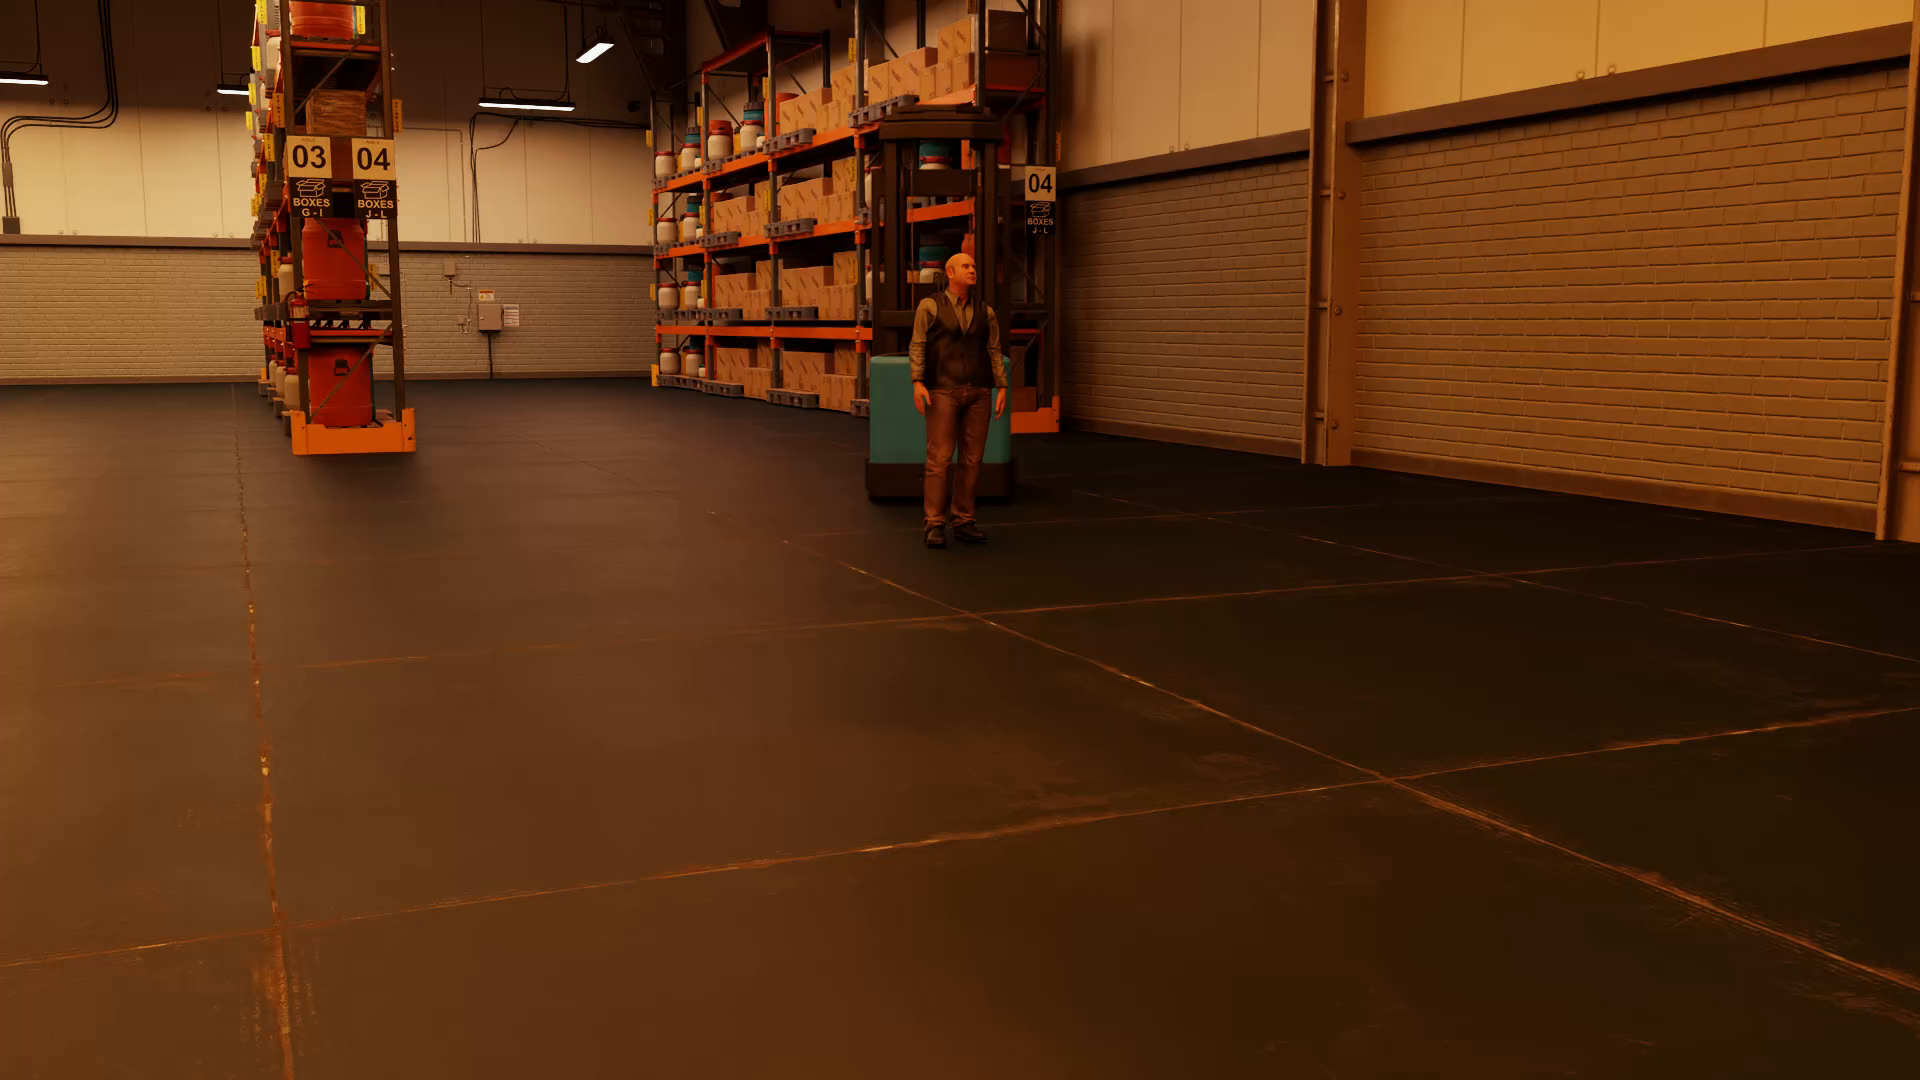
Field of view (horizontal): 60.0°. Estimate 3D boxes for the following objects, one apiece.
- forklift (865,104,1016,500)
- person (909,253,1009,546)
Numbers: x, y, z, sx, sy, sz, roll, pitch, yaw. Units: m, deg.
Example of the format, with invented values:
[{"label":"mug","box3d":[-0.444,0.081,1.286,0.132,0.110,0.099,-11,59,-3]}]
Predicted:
[{"label":"forklift","box3d":[-0.148,-1.891,13.286,1.130,2.935,3.031,0,8,0]},{"label":"person","box3d":[0.019,-0.853,9.980,0.633,1.722,0.566,-3,8,-23]}]
